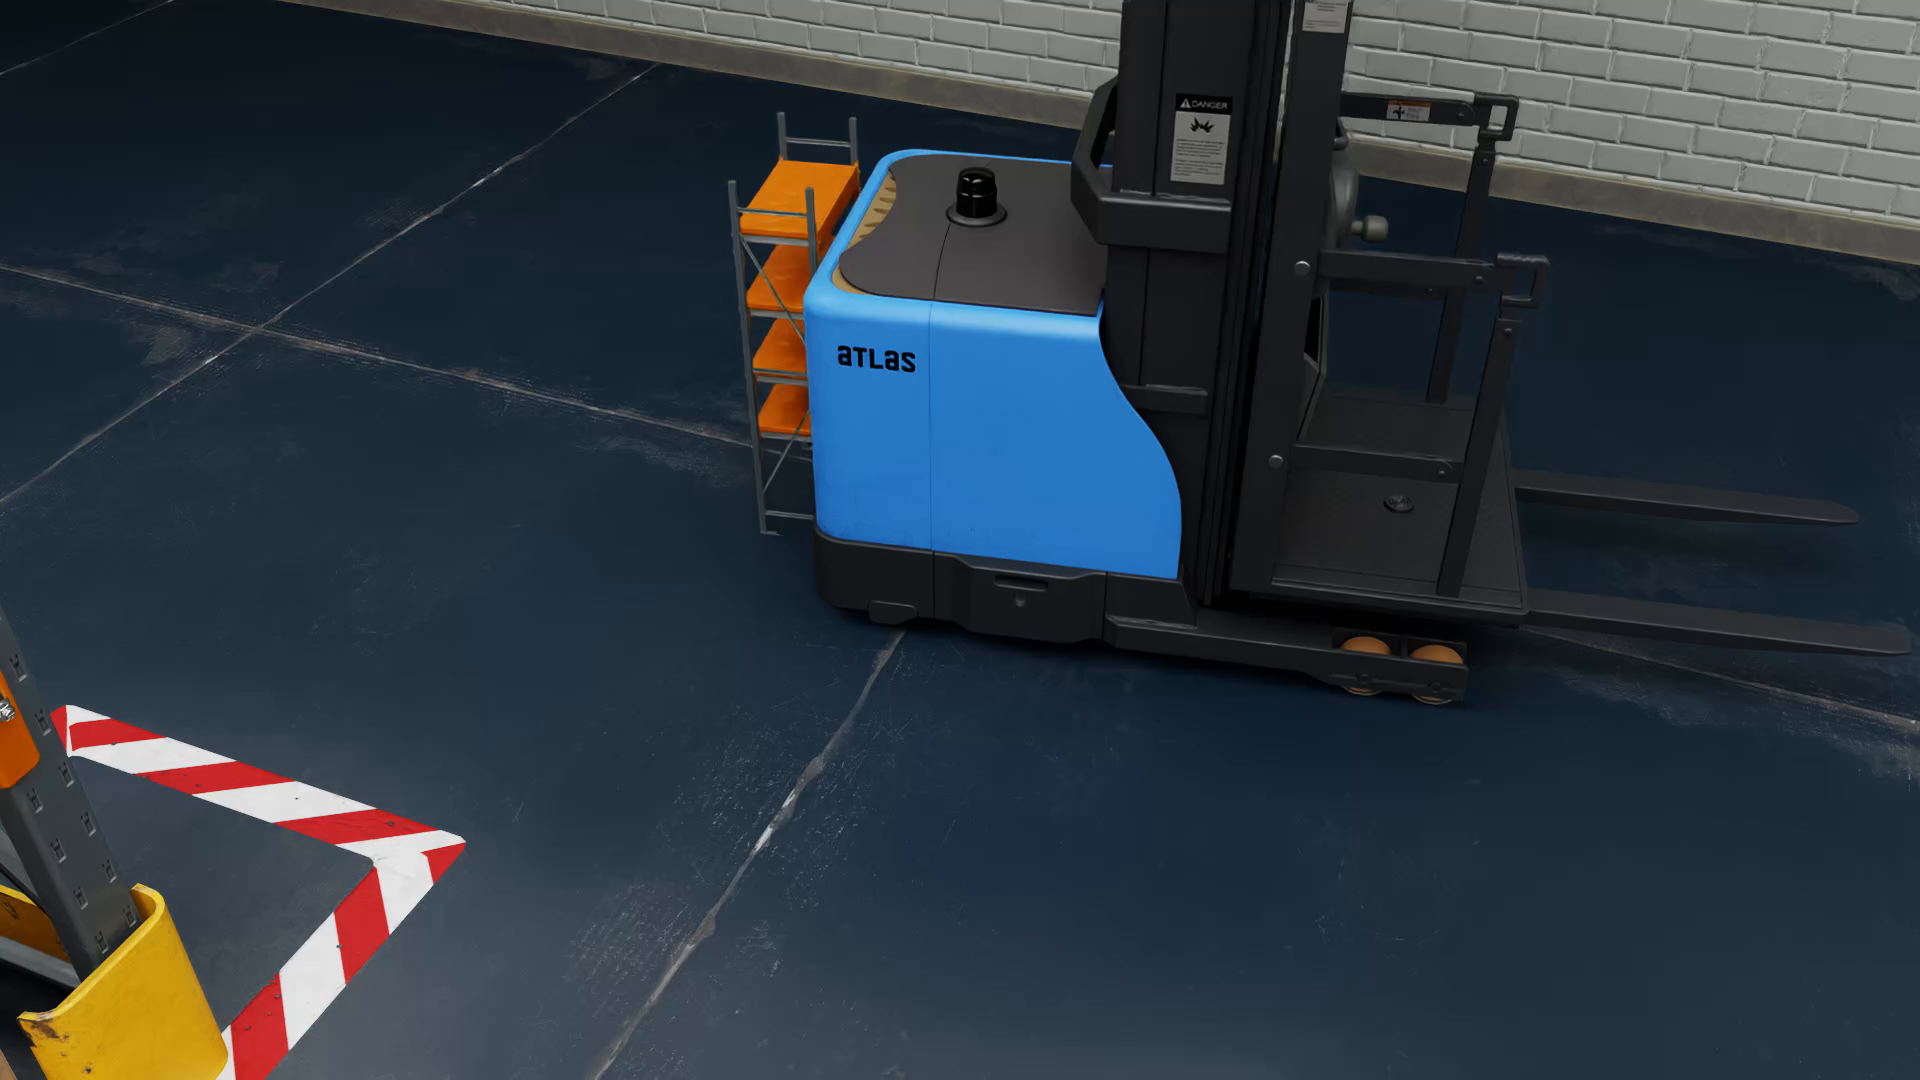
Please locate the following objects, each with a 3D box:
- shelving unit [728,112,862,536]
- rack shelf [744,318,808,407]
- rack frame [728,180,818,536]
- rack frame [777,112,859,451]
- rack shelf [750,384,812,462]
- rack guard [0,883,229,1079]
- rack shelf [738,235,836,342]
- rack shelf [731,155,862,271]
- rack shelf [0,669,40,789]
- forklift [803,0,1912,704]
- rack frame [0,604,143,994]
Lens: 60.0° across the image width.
[{"bbox_3d":[-0.468,-0.634,5.095,0.258,1.200,0.503,7,37,9],"label":"shelving unit"},{"bbox_3d":[-0.468,-0.580,5.135,0.258,0.148,0.480,7,37,9],"label":"rack shelf"},{"bbox_3d":[-0.516,-0.490,4.903,0.240,1.200,0.015,7,37,9],"label":"rack frame"},{"bbox_3d":[-0.421,-0.777,5.286,0.240,1.200,0.015,7,37,9],"label":"rack frame"},{"bbox_3d":[-0.467,-0.421,5.253,0.258,0.148,0.480,7,37,9],"label":"rack shelf"},{"bbox_3d":[-2.215,0.903,3.625,1.175,0.500,0.348,14,39,18],"label":"rack guard"},{"bbox_3d":[-0.469,-0.759,5.001,0.258,0.148,0.480,7,37,9],"label":"rack shelf"},{"bbox_3d":[-0.470,-0.949,4.860,0.258,0.148,0.480,7,37,9],"label":"rack shelf"},{"bbox_3d":[-2.947,1.255,1.666,1.077,0.370,4.000,14,39,18],"label":"rack shelf"},{"bbox_3d":[1.141,-1.063,4.225,3.031,2.935,1.130,7,37,9],"label":"forklift"},{"bbox_3d":[-2.186,-0.141,2.933,1.000,3.000,0.127,14,39,18],"label":"rack frame"}]
